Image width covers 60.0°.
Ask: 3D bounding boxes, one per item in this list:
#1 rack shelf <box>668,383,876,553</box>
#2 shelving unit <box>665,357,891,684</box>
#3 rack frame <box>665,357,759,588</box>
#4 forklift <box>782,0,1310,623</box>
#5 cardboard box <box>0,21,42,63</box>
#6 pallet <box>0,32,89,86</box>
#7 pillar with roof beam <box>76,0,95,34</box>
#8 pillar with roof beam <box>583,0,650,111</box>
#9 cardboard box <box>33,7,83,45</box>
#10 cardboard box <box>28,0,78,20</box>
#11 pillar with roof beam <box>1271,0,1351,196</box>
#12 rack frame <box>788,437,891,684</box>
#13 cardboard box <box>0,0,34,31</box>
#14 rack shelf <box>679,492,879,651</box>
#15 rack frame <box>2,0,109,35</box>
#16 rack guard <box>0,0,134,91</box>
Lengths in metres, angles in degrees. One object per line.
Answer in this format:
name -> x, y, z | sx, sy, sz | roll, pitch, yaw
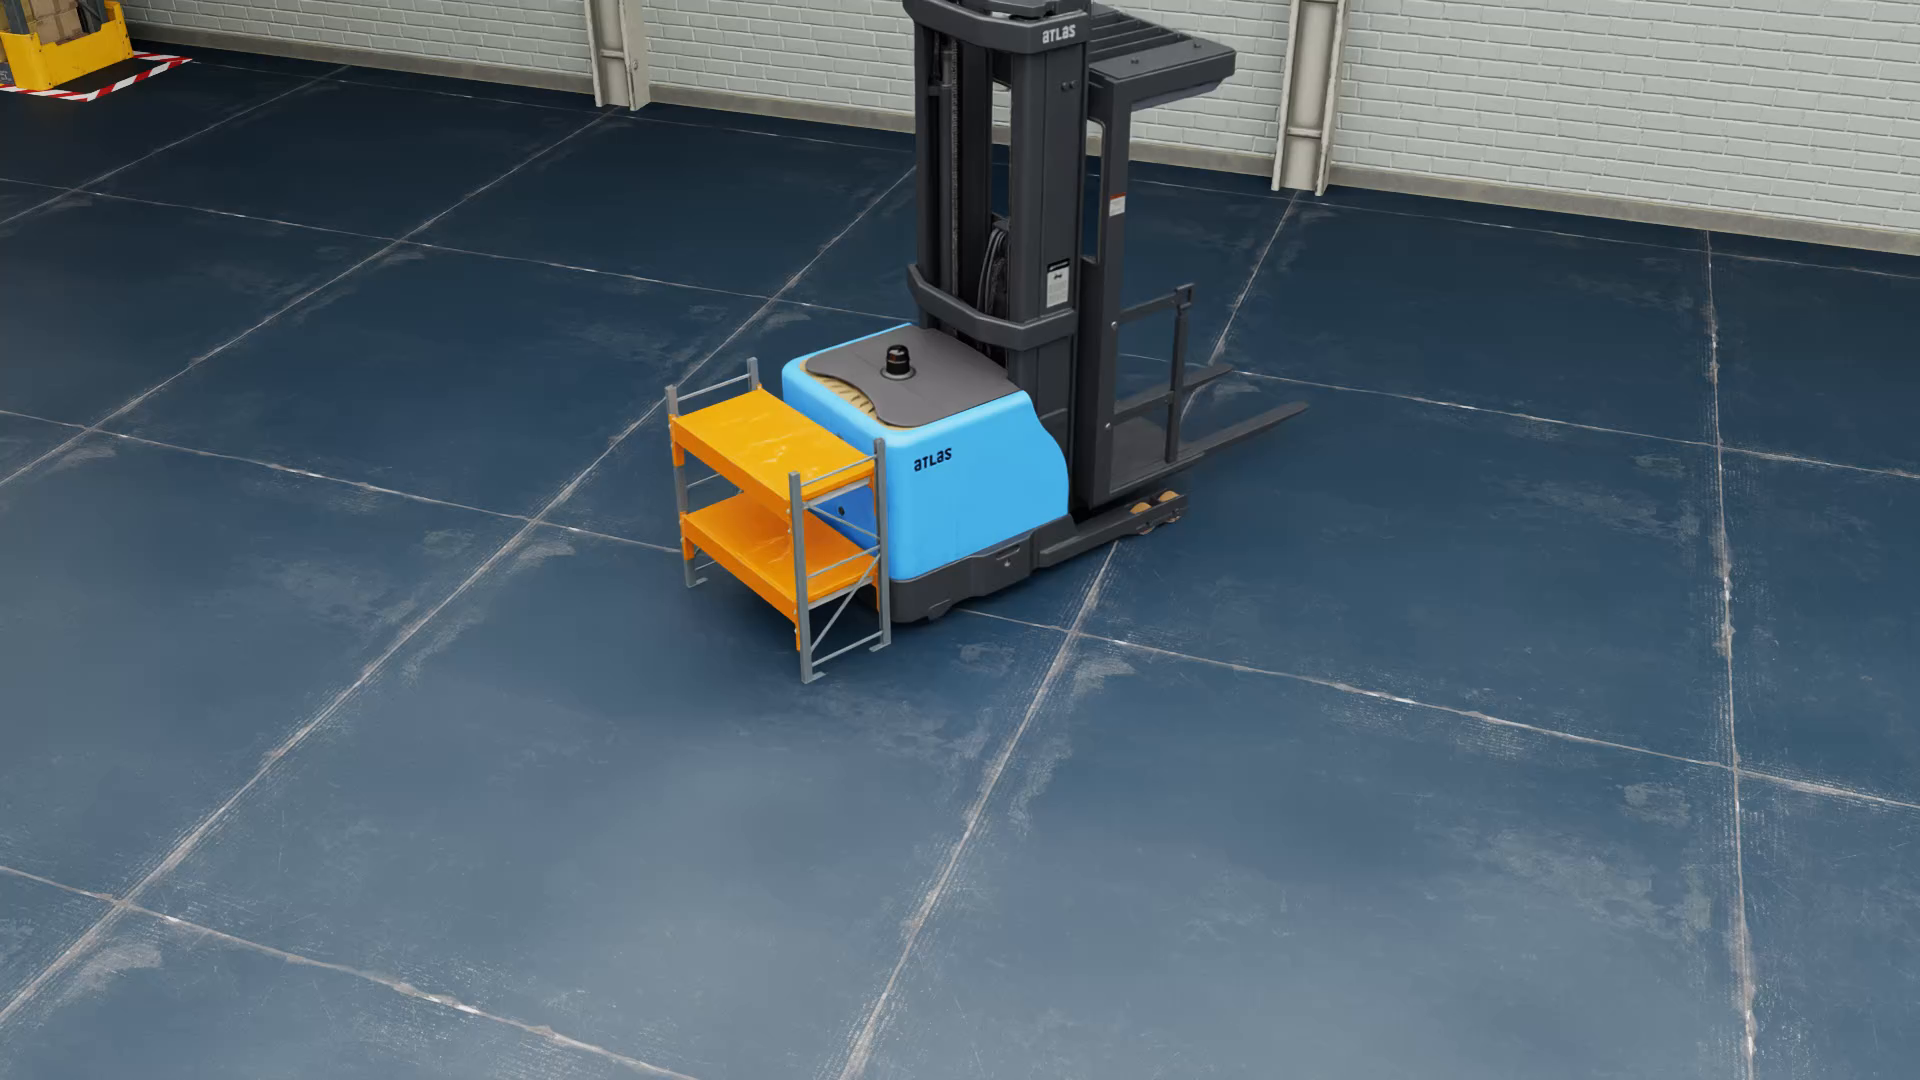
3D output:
rack shelf -> -0.857, -0.354, 7.722 | 0.538, 0.278, 1.000 | -24, 40, -32
shelving unit -> -0.857, -0.108, 7.880 | 0.538, 1.125, 1.048 | -24, 40, -32
rack frame -> -1.180, -0.321, 8.210 | 0.500, 1.125, 0.032 | -24, 40, -32
forklift -> 0.597, -1.469, 8.323 | 3.031, 2.935, 1.130 | -22, 39, -30
cardboard box -> -8.826, -4.593, 15.246 | 0.500, 0.250, 0.500 | 11, 35, 17
pallet -> -9.012, -4.594, 15.671 | 1.213, 0.211, 1.003 | 11, 34, 16
pillar with roof beam -> -10.081, -6.557, 10.610 | 0.400, 9.000, 9.100 | 11, 34, 16
pillar with roof beam -> -4.433, -5.459, 8.909 | 0.400, 9.000, 9.100 | 11, 34, 16
cardboard box -> -8.674, -4.858, 15.657 | 0.500, 0.250, 0.500 | 11, 34, 17
cardboard box -> -8.650, -5.071, 15.525 | 0.500, 0.250, 0.500 | 12, 35, 17
pillar with roof beam -> 1.215, -4.361, 7.208 | 0.400, 9.000, 9.100 | 11, 34, 16
rack frame -> -0.534, 0.105, 7.551 | 0.500, 1.125, 0.032 | -24, 40, -32
cardboard box -> -8.841, -4.808, 15.118 | 0.500, 0.250, 0.500 | 11, 34, 16
rack shelf -> -0.857, 0.097, 8.013 | 0.538, 0.278, 1.000 | -24, 40, -32
rack frame -> -8.278, -5.647, 14.731 | 0.127, 3.000, 1.000 | 11, 34, 16
rack guard -> -8.255, -4.593, 15.402 | 0.348, 0.500, 1.175 | 11, 34, 16
